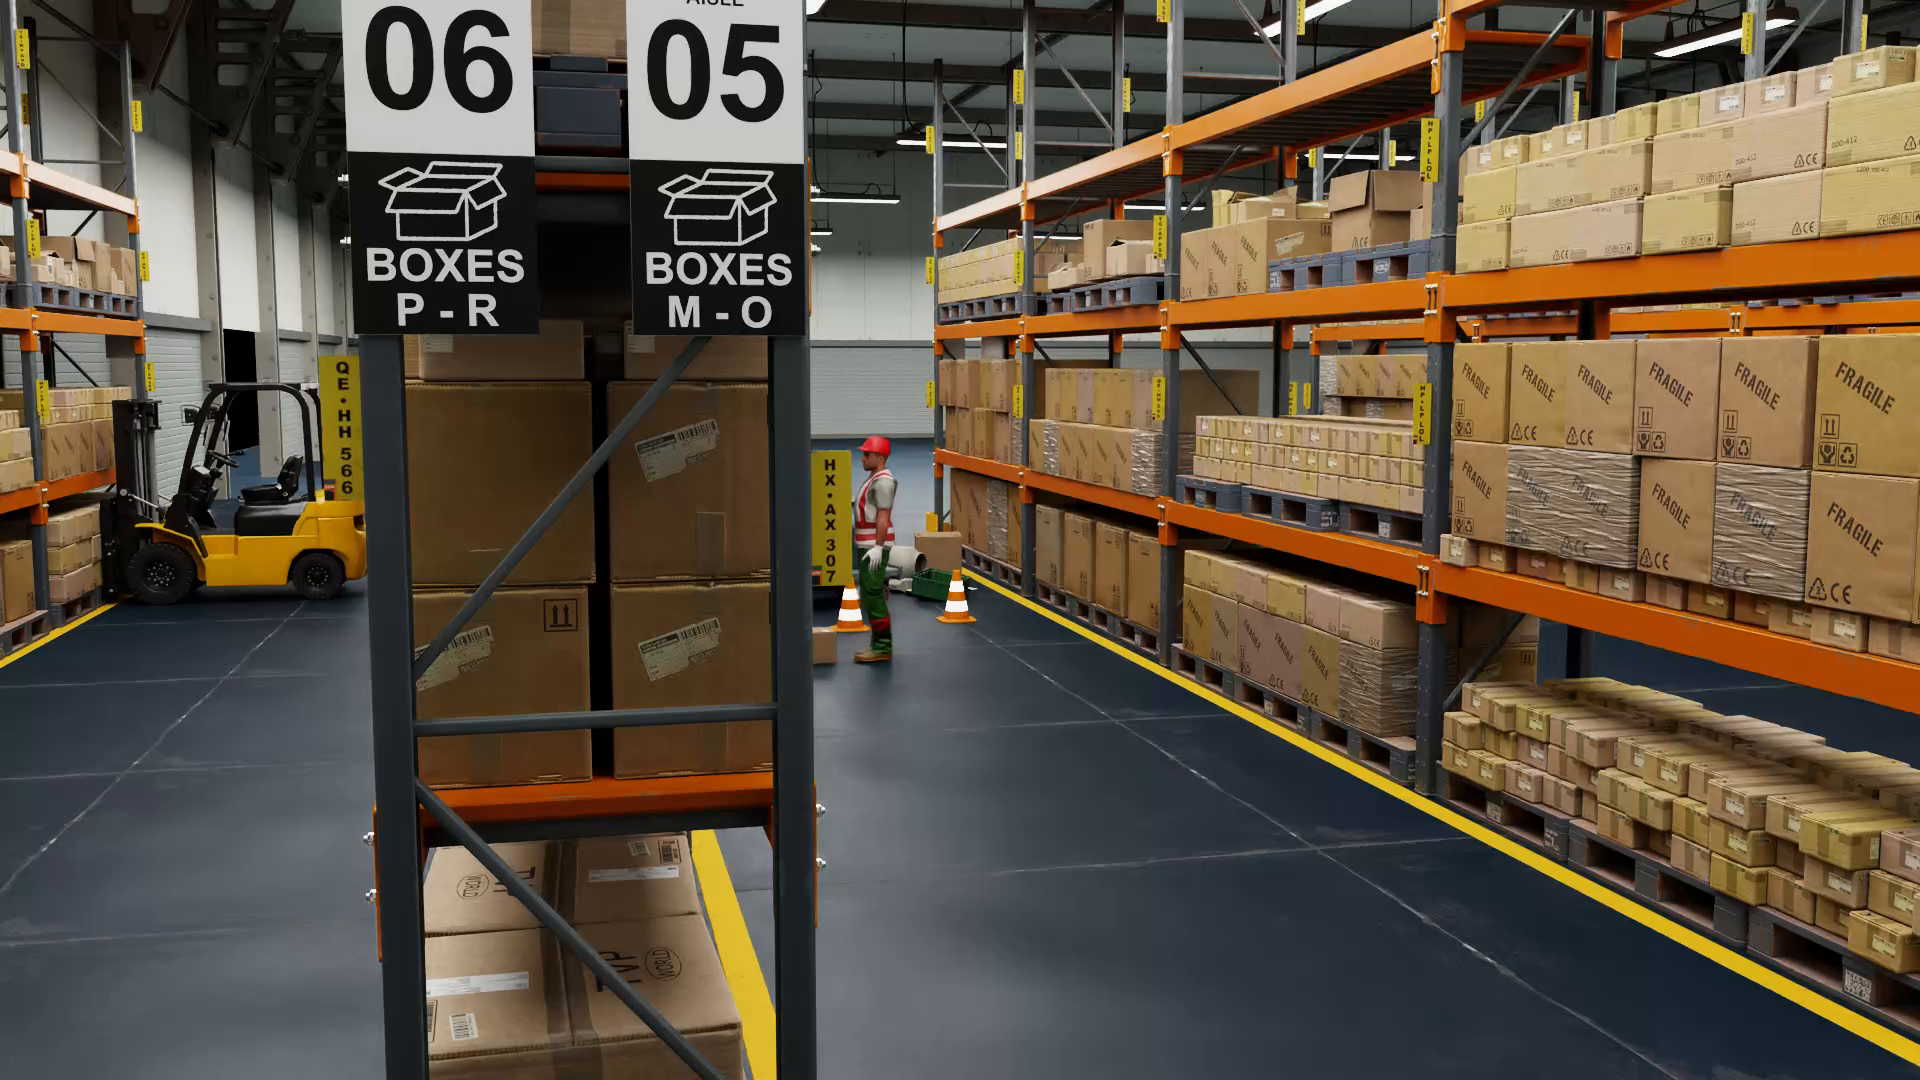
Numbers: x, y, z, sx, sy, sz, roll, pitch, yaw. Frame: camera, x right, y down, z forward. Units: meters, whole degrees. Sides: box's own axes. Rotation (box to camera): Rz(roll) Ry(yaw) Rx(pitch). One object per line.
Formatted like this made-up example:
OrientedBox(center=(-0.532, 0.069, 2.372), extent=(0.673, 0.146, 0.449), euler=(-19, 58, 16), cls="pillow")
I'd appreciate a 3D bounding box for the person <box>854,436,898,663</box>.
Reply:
OrientedBox(center=(-0.687, 0.068, 13.179), extent=(0.354, 1.789, 0.523), euler=(-1, 6, -12), cls="person")
